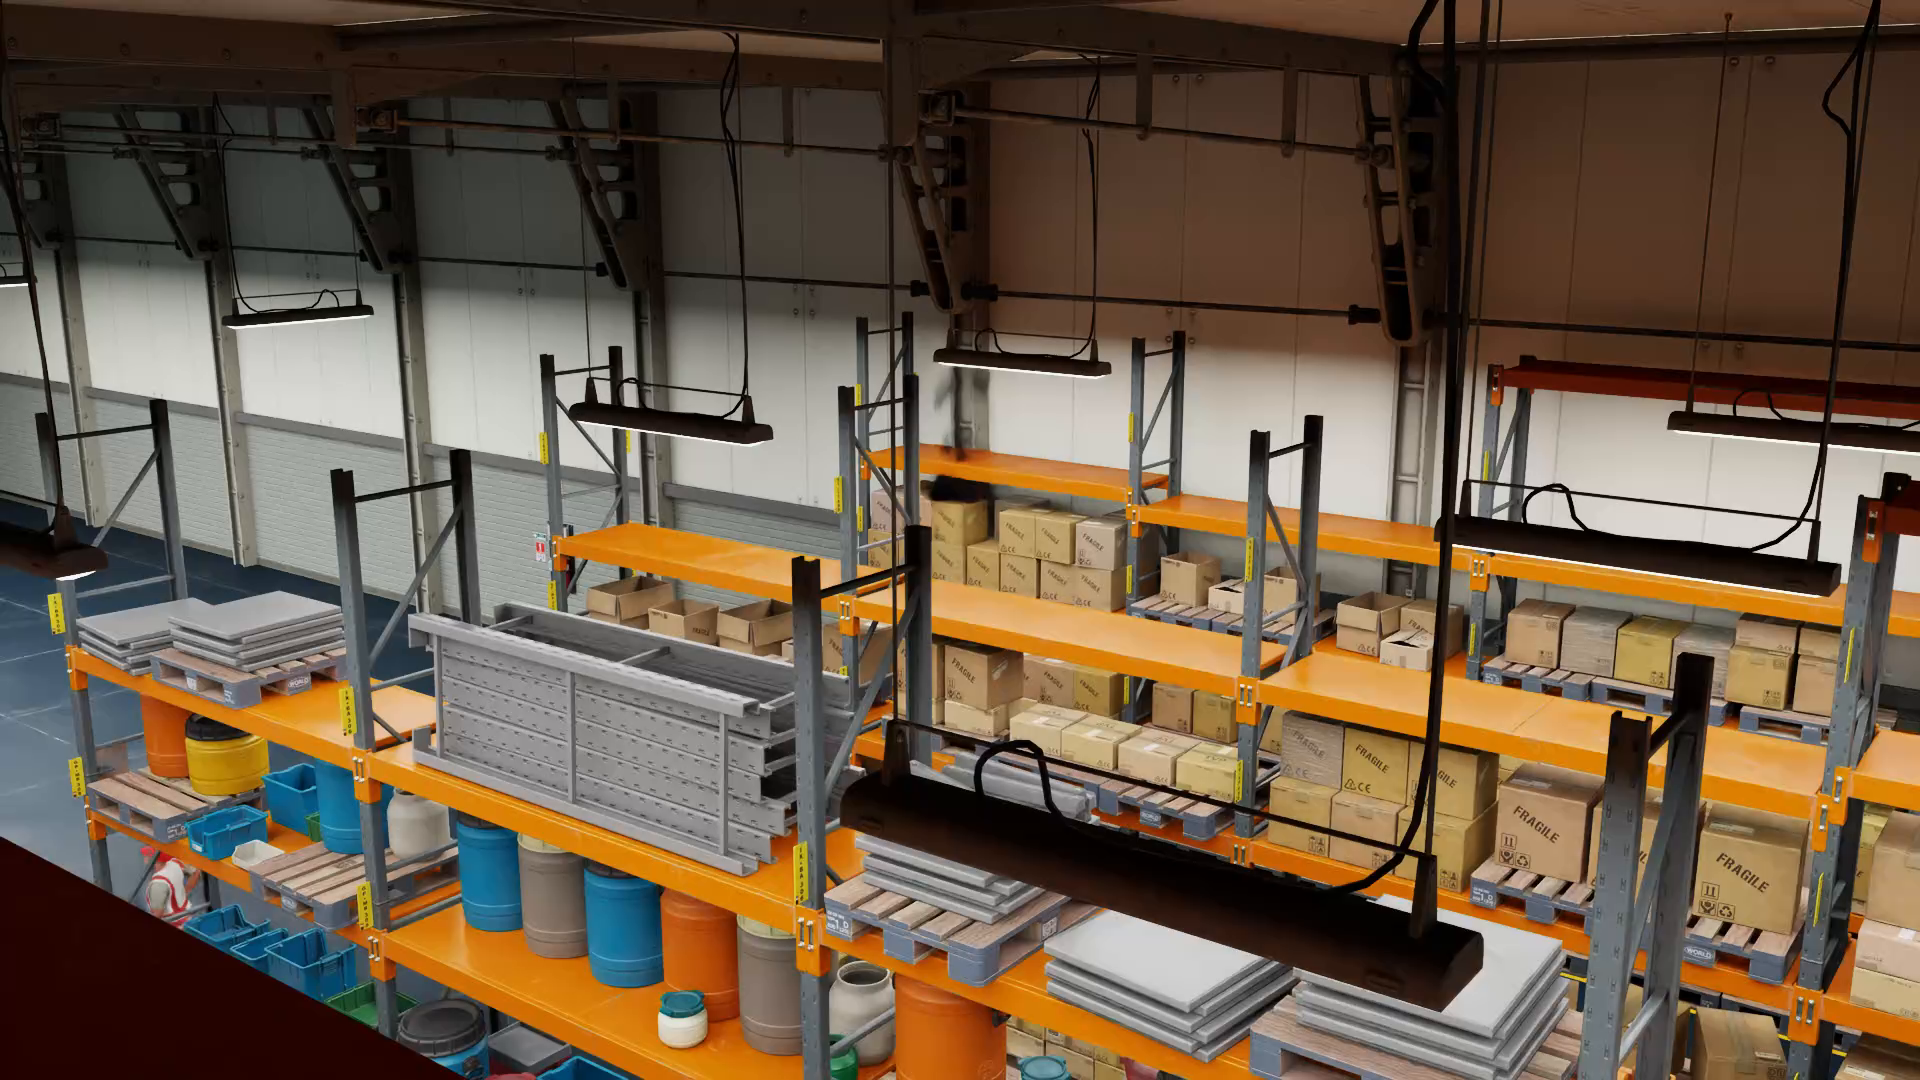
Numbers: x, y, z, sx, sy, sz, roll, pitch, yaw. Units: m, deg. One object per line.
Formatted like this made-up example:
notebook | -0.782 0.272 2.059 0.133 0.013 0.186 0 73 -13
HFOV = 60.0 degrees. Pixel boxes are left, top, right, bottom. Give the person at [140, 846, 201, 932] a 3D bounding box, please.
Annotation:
person | -7.538 3.635 15.789 0.538 1.714 0.679 -2 13 -9
